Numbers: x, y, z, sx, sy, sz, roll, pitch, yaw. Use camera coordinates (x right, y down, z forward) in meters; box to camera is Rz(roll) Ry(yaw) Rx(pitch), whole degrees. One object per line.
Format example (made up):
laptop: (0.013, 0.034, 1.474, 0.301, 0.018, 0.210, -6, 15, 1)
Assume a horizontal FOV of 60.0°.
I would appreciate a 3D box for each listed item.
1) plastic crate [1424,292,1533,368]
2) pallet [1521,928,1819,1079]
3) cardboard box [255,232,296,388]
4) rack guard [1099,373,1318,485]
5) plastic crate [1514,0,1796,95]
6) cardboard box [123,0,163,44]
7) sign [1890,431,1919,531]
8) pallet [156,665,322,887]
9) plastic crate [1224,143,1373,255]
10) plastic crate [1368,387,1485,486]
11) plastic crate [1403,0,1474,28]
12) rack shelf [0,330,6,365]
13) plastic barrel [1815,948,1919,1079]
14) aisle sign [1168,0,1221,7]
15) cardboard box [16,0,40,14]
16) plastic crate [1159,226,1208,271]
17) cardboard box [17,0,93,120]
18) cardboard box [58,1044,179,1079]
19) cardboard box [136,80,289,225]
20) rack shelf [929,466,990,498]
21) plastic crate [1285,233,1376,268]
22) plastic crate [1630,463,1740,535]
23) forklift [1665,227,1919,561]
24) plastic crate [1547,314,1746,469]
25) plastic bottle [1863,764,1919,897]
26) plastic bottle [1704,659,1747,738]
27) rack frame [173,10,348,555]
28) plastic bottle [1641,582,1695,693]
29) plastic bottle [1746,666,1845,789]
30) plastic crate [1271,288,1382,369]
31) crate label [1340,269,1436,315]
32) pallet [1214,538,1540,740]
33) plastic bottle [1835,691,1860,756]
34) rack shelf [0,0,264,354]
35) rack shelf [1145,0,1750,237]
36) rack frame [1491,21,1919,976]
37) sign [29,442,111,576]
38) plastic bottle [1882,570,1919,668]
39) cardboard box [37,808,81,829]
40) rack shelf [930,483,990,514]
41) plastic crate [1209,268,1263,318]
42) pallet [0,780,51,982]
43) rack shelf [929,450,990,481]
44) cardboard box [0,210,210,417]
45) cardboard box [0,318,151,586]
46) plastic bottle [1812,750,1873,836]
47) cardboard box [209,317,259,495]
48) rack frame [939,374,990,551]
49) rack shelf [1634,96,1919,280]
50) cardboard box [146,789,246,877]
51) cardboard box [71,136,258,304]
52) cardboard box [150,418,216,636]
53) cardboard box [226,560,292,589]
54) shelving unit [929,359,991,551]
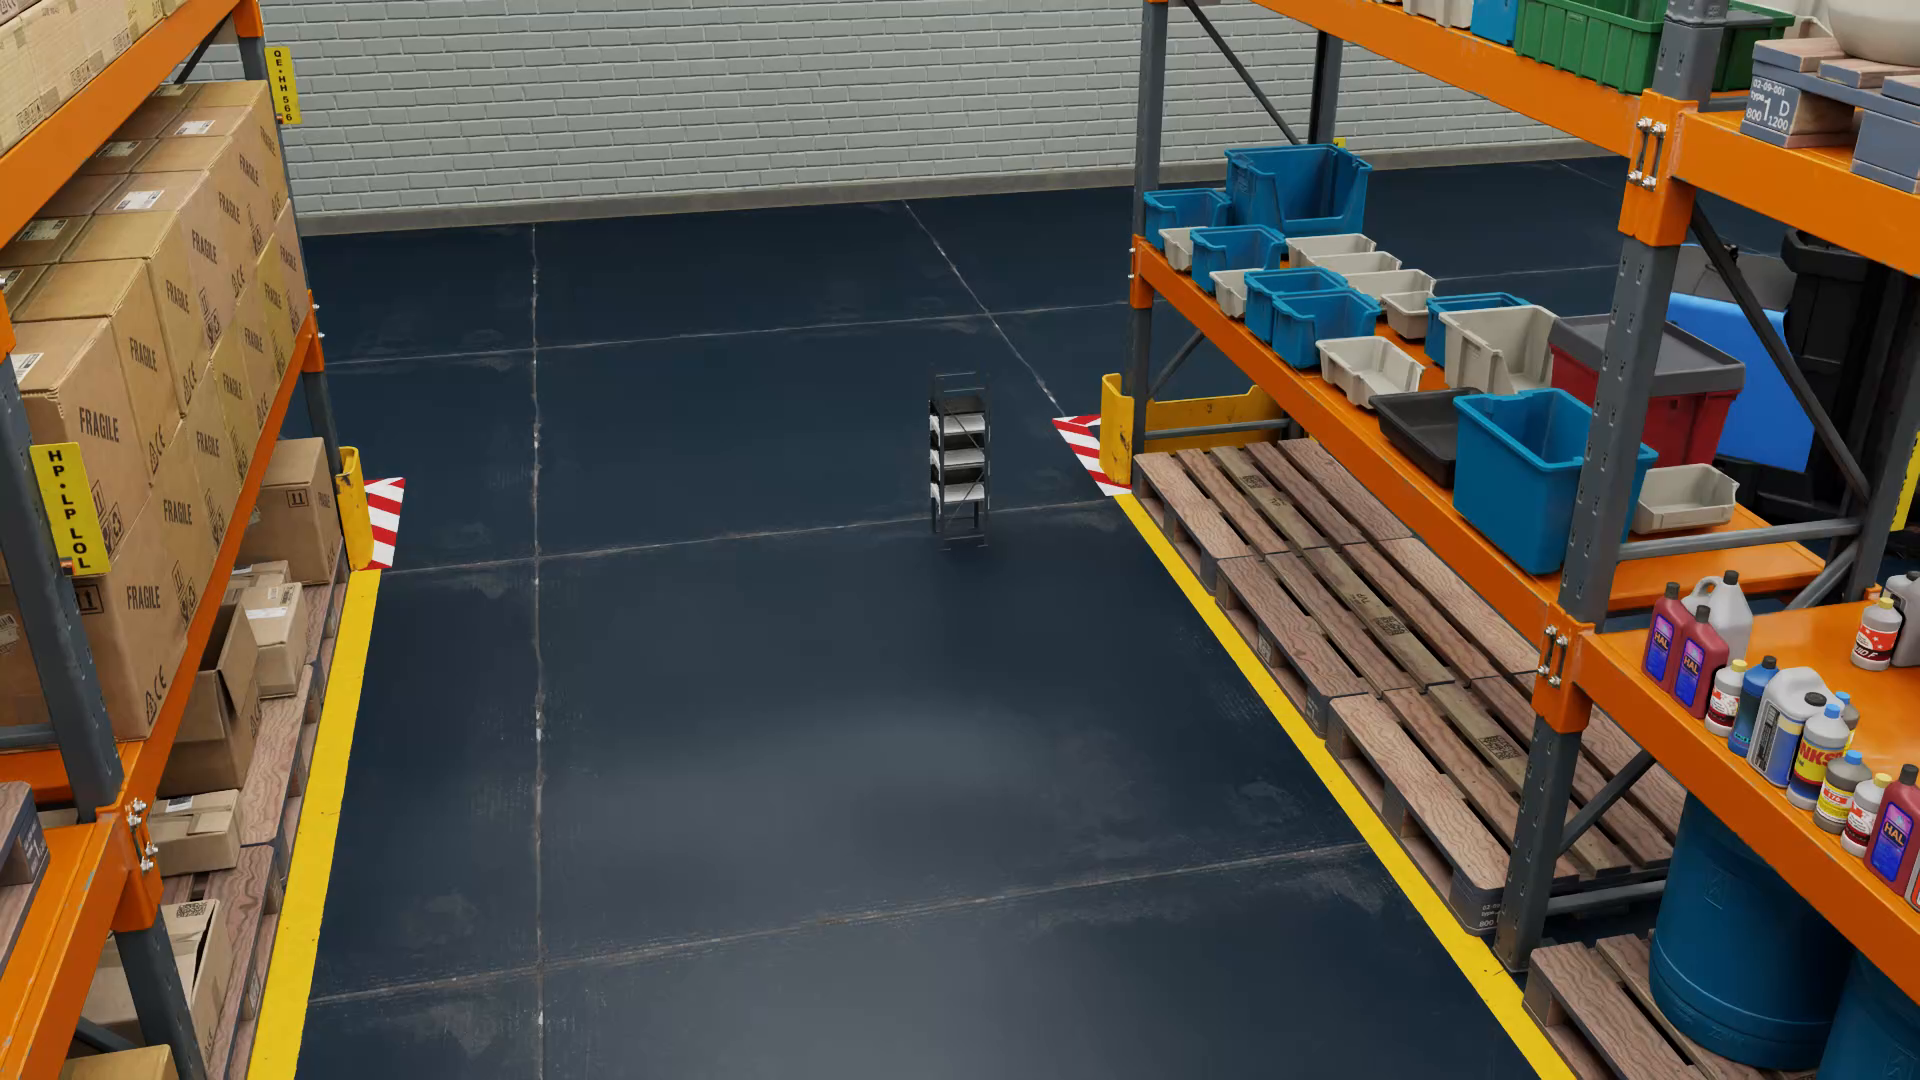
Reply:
plastic crate: (2.083, -0.826, 6.677, 0.416, 0.233, 0.300, -6, 27, -12)
pallet: (2.405, 1.594, 4.857, 1.003, 0.211, 1.213, -6, 27, -12)
cardboard box: (-2.970, -0.897, 6.586, 0.500, 0.500, 0.500, -6, 27, -11)
rack guard: (1.352, -0.643, 8.969, 1.175, 0.500, 0.348, -6, 27, -12)
plastic crate: (1.882, -1.393, 4.588, 0.450, 0.188, 0.662, -6, 27, -12)
cardboard box: (-2.760, -1.662, 5.051, 0.500, 0.250, 0.500, -6, 27, -12)
sign: (2.808, -0.172, 4.955, 0.100, 0.325, 0.005, -6, 27, -12)
pallet: (-2.987, 0.914, 6.204, 1.003, 0.211, 1.213, -6, 27, -12)
plastic crate: (1.628, -1.664, 8.112, 0.616, 0.435, 0.499, -6, 27, -12)
plastic crate: (1.758, -0.362, 5.876, 0.437, 0.125, 0.590, -6, 27, -12)
plastic crate: (1.614, -1.735, 5.322, 0.293, 0.136, 0.466, -6, 27, -12)
rack shelf: (-2.104, 0.368, 1.662, 1.077, 0.370, 4.000, -6, 27, -12)
plastic barrel: (2.537, 1.307, 4.194, 0.600, 0.901, 0.708, -6, 27, -12)
aisle sign: (1.065, -2.912, 7.805, 0.394, 0.787, 0.004, -6, 27, -12)
cardboard box: (-2.537, -1.446, 4.068, 0.500, 0.250, 0.500, -6, 27, -12)
plastic crate: (1.097, -1.368, 7.857, 0.250, 0.136, 0.298, -6, 27, -12)
cardboard box: (-2.532, -1.223, 4.181, 0.500, 0.250, 0.500, -6, 27, -12)
cardboard box: (-2.165, 1.615, 4.008, 0.500, 0.500, 0.500, -6, 27, -12)
cardboard box: (-3.088, -1.572, 6.815, 0.500, 0.500, 0.500, -6, 27, -12)
rack shelf: (-0.002, -0.295, 8.110, 0.258, 0.077, 0.200, -6, 27, -12)
plastic crate: (1.730, -1.319, 7.761, 0.396, 0.136, 0.243, -6, 27, -12)
plastic crate: (2.306, -0.122, 5.388, 0.396, 0.136, 0.243, -6, 27, -12)
forklift: (4.838, -1.427, 7.824, 3.031, 2.935, 1.130, 18, 32, 32)
plastic crate: (2.315, -0.466, 5.708, 0.402, 0.464, 0.583, -6, 27, -12)
plastic bottle: (2.139, 0.653, 3.757, 0.061, 0.283, 0.133, -6, 27, -12)
plastic bottle: (2.012, 0.407, 4.336, 0.097, 0.201, 0.097, 0, 27, 0)
rack frame: (-3.457, -1.248, 7.394, 1.000, 3.000, 0.127, -6, 27, -12)
plastic bottle: (1.939, 0.263, 4.530, 0.061, 0.283, 0.133, -6, 27, -12)
plastic bottle: (2.087, 0.464, 4.139, 0.152, 0.276, 0.135, -6, 27, -12)
plastic crate: (1.469, -0.850, 6.724, 0.416, 0.233, 0.300, -6, 27, -12)
crate label: (1.868, -1.071, 7.268, 0.396, 0.136, 0.243, -6, 27, -12)
pallet: (1.790, 0.396, 7.232, 1.003, 0.211, 1.213, -6, 27, -12)
plastic bottle: (2.205, 0.477, 4.197, 0.097, 0.201, 0.097, 0, 27, 0)
rack shelf: (-3.006, -1.388, 5.141, 1.077, 0.370, 4.000, -6, 27, -12)
rack shelf: (1.821, -1.890, 6.134, 1.077, 0.370, 4.000, -6, 27, -12)
rack frame: (2.272, 0.006, 4.908, 1.000, 3.000, 0.127, -6, 27, -12)
sign: (-2.015, -0.067, 3.769, 0.100, 0.325, 0.005, -6, 27, -12)
plastic bottle: (2.675, 0.202, 4.659, 0.152, 0.276, 0.135, -6, 27, -12)
cardboard box: (-3.129, 0.961, 5.513, 0.500, 0.311, 0.500, -6, 27, -12)
rack shelf: (-0.002, -0.215, 8.150, 0.258, 0.077, 0.200, -6, 27, -12)
plastic crate: (1.250, -1.070, 7.267, 0.250, 0.136, 0.298, -6, 27, -12)
pallet: (-2.481, 0.955, 3.241, 1.003, 0.211, 1.213, -6, 27, -12)
rack shelf: (-0.002, -0.376, 8.069, 0.258, 0.077, 0.200, -6, 27, -12)
cardboard box: (-2.619, -0.671, 5.030, 0.500, 0.500, 0.500, -7, 28, -13)
cardboard box: (-2.387, -0.219, 4.134, 0.500, 0.500, 0.500, -5, 27, -10)
plastic bottle: (2.109, 0.594, 3.965, 0.097, 0.201, 0.097, 0, 27, 0)
cardboard box: (-2.750, -0.456, 5.713, 0.500, 0.500, 0.500, -6, 27, -12)
rack frame: (0.021, -0.361, 7.966, 0.240, 0.900, 0.006, -6, 27, -12)
rack shelf: (2.722, -0.134, 2.655, 1.077, 0.370, 4.000, -6, 27, -12)
cardboard box: (-2.644, 0.991, 5.613, 0.380, 0.166, 0.250, -6, 27, -12)
cardboard box: (-2.852, -1.123, 5.925, 0.500, 0.500, 0.500, -5, 27, -10)
cardboard box: (-2.523, -0.013, 4.835, 0.500, 0.500, 0.500, -5, 27, -11)
cardboard box: (-3.091, 0.221, 7.140, 0.380, 0.166, 0.250, -6, 27, -12)
shelving unit: (-0.002, -0.405, 8.054, 0.258, 0.900, 0.210, -6, 27, -12)
